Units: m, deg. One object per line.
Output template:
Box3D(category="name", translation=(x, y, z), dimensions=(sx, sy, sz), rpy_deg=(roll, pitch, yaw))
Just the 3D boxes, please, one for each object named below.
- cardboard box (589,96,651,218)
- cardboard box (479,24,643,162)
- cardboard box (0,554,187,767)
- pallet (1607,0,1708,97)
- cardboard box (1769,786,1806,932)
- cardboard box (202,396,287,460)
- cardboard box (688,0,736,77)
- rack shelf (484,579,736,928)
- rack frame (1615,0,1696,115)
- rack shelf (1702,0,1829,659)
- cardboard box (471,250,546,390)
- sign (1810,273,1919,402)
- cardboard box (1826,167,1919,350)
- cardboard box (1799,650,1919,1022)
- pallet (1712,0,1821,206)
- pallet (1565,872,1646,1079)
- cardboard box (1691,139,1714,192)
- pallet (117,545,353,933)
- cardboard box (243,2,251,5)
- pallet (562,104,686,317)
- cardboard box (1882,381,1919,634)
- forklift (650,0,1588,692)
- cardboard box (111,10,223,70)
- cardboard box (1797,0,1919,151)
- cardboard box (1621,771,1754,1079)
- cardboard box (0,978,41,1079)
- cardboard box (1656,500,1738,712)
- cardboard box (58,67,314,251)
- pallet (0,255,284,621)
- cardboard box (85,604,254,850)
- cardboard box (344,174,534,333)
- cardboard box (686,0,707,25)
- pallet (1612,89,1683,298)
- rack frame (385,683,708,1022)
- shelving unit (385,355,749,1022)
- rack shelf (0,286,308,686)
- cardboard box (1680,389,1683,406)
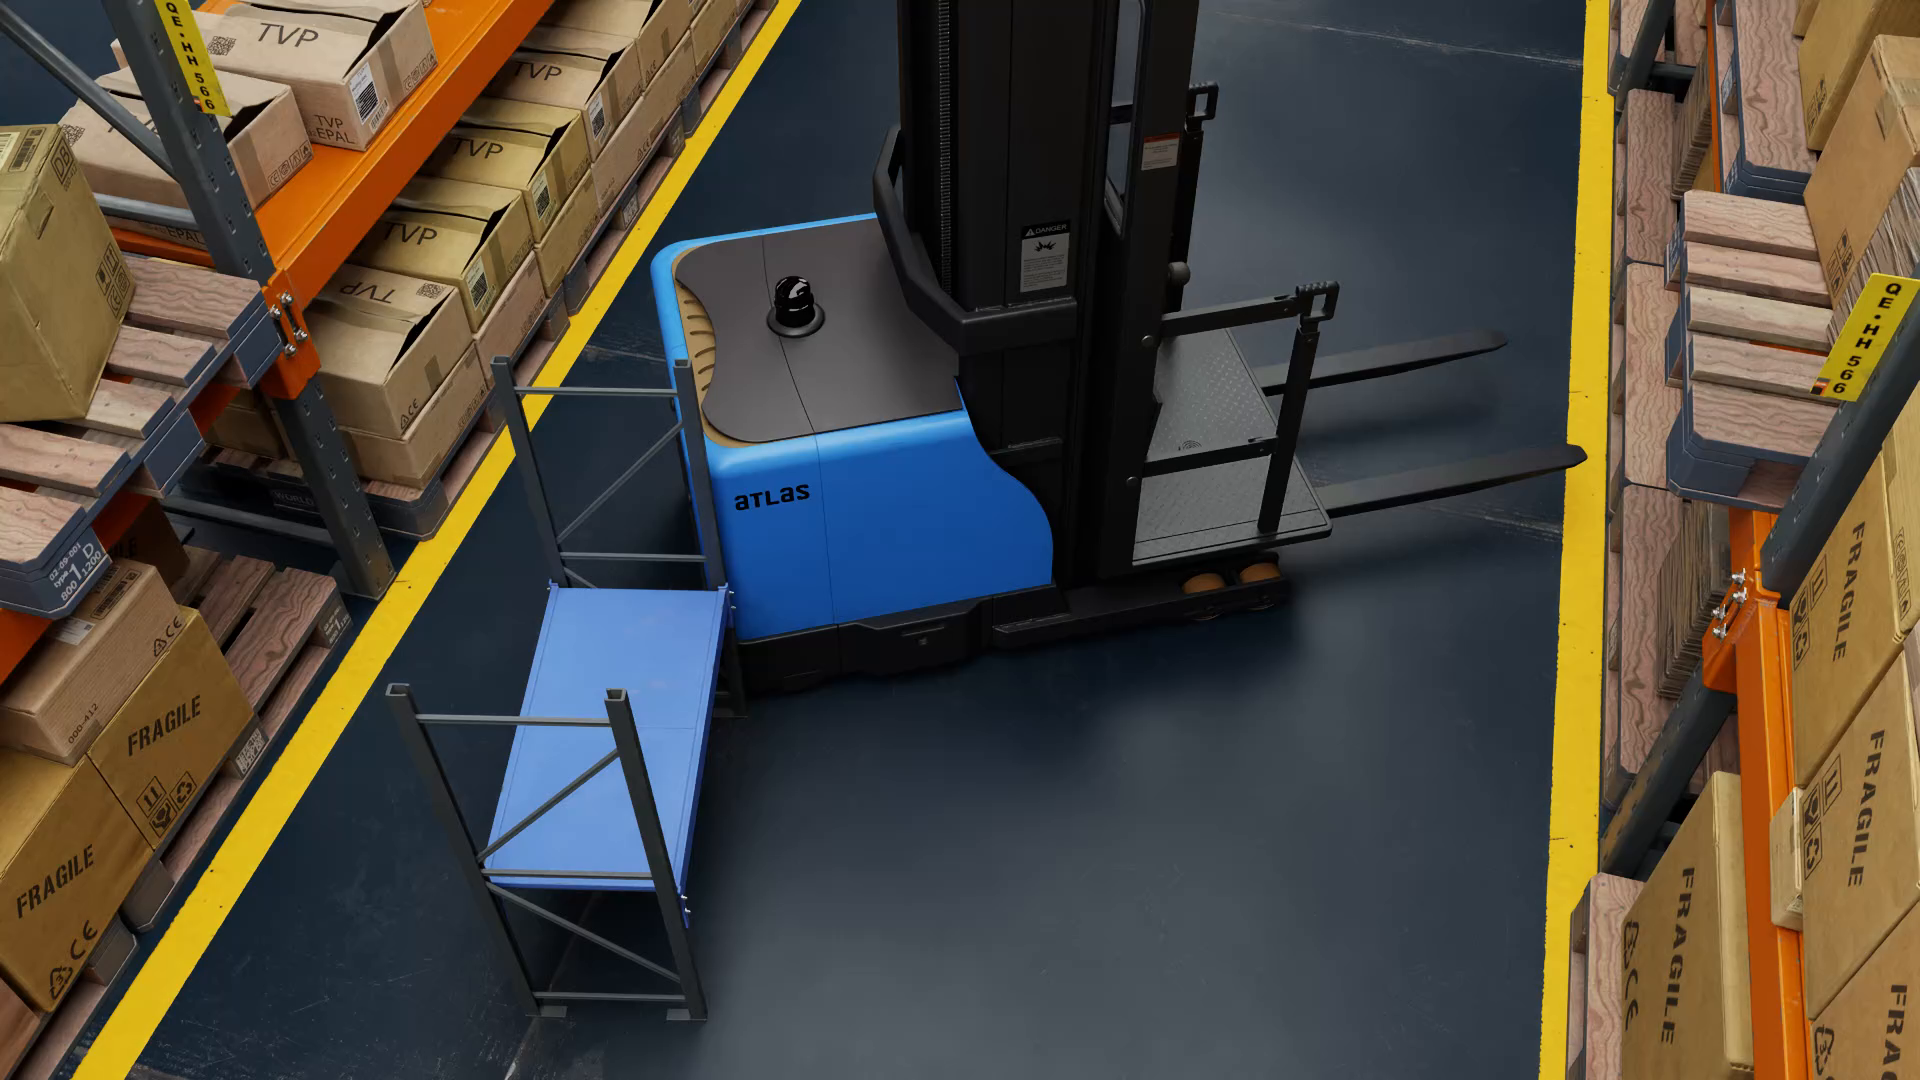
Box3D(category="cardboard box", translation=(-1.589, -1.588, 6.705), dimensions=(0.500, 0.250, 0.500), rpy_deg=(12, 50, 11))
Box3D(category="cardboard box", translation=(-1.585, -1.784, 6.503), dimensions=(0.500, 0.311, 0.500), rpy_deg=(11, 49, 10))
Box3D(category="cardboard box", translation=(-2.438, 0.272, 4.383), dimensions=(0.500, 0.250, 0.500), rpy_deg=(13, 50, 11))
Box3D(category="pallet", translation=(3.568, -2.415, 7.740), dimensions=(1.003, 0.211, 1.213), rpy_deg=(12, 50, 10))
Box3D(category="cardboard box", translation=(1.836, 0.674, 3.309), dimensions=(0.380, 0.149, 0.250), rpy_deg=(13, 50, 11))
Box3D(category="cardboard box", translation=(-2.504, -0.584, 5.818), dimensions=(0.500, 0.250, 0.500), rpy_deg=(13, 50, 11))
Box3D(category="cardboard box", translation=(-1.319, -2.326, 7.356), dimensions=(0.500, 0.250, 0.500), rpy_deg=(11, 49, 9))
Box3D(category="rack shelf", translation=(-0.934, 0.551, 4.503), dimensions=(0.538, 0.185, 1.000), rpy_deg=(1, 49, 1))
Box3D(category="rack frame", translation=(3.425, -2.844, 6.260), dimensions=(1.000, 3.000, 0.127), rpy_deg=(12, 50, 10))
Box3D(category="rack shelf", translation=(2.899, -1.160, 5.253), dimensions=(1.077, 0.370, 4.000), rpy_deg=(12, 50, 10))
Box3D(category="cardboard box", translation=(-1.855, -0.840, 6.044), dimensions=(0.500, 0.250, 0.500), rpy_deg=(10, 49, 9))
Box3D(category="sign", translation=(1.846, -0.408, 3.390), dimensions=(0.100, 0.325, 0.005), rpy_deg=(12, 50, 10))
Box3D(category="cardboard box", translation=(2.487, -0.472, 3.806), dimensions=(0.700, 0.500, 0.500), rpy_deg=(6, 49, 6))
Box3D(category="cardboard box", translation=(1.851, 0.588, 2.952), dimensions=(0.500, 0.500, 0.500), rpy_deg=(13, 50, 11))
Box3D(category="pallet", translation=(2.854, -1.328, 5.049), dimensions=(1.003, 0.211, 1.213), rpy_deg=(12, 50, 10))
Box3D(category="pallet", translation=(2.092, 1.527, 4.262), dimensions=(1.003, 0.211, 1.213), rpy_deg=(12, 50, 10))
Box3D(category="cardboard box", translation=(3.160, -1.244, 6.221), dimensions=(0.700, 0.500, 0.500), rpy_deg=(11, 49, 9))
Box3D(category="pallet", translation=(-2.641, 0.529, 5.142), dimensions=(1.003, 0.211, 1.213), rpy_deg=(12, 50, 10))
Box3D(category="cardboard box", translation=(-2.126, -1.776, 5.485), dimensions=(0.380, 0.149, 0.250), rpy_deg=(15, 50, 13))
Box3D(category="pallet", translation=(-1.830, -1.471, 6.907), dimensions=(1.003, 0.211, 1.213), rpy_deg=(12, 50, 10))
Box3D(category="cardboard box", translation=(1.997, -0.039, 3.005), dimensions=(0.500, 0.250, 0.500), rpy_deg=(13, 50, 11))
Box3D(category="forklift", translation=(0.606, -1.080, 4.748), dimensions=(3.031, 2.935, 1.130), rpy_deg=(-10, 49, -9))
Box3D(category="cardboard box", translation=(-2.437, -1.548, 5.283), dimensions=(0.380, 0.149, 0.250), rpy_deg=(12, 50, 10))
Box3D(category="cardboard box", translation=(2.793, -1.377, 4.605), dimensions=(0.700, 0.500, 0.500), rpy_deg=(12, 50, 10))
Box3D(category="cardboard box", translation=(2.052, 1.127, 3.908), dimensions=(0.750, 0.750, 0.750), rpy_deg=(11, 49, 10))
Box3D(category="cardboard box", translation=(-2.696, 1.233, 4.035), dimensions=(0.500, 0.500, 0.500), rpy_deg=(10, 49, 9))
Box3D(category="cardboard box", translation=(2.512, 0.199, 4.947), dimensions=(0.700, 0.500, 0.500), rpy_deg=(12, 50, 11))
Box3D(category="cardboard box", translation=(-2.270, -1.151, 4.825), dimensions=(0.500, 0.311, 0.500), rpy_deg=(14, 50, 12))
Box3D(category="pallet", translation=(-2.518, -0.358, 4.194), dimensions=(1.213, 0.211, 1.003), rpy_deg=(12, 50, 10))
Box3D(category="cardboard box", translation=(-2.427, 0.478, 4.701), dimensions=(0.500, 0.500, 0.500), rpy_deg=(13, 50, 12))
Box3D(category="cardboard box", translation=(-1.856, -1.043, 5.850), dimensions=(0.500, 0.311, 0.500), rpy_deg=(10, 49, 9))
Box3D(category="cardboard box", translation=(-1.316, -2.507, 7.142), dimensions=(0.500, 0.311, 0.500), rpy_deg=(13, 50, 11))
Box3D(category="pallet", translation=(3.222, -1.358, 6.808), dimensions=(1.003, 0.211, 1.213), rpy_deg=(12, 50, 10))
Box3D(category="rack frame", translation=(-0.947, 0.813, 4.032), dimensions=(0.500, 1.500, 0.032), rpy_deg=(1, 49, 1))
Box3D(category="shelving unit", translation=(-0.934, 0.432, 4.368), dimensions=(0.538, 1.500, 1.048), rpy_deg=(1, 49, 1))
Box3D(category="rack shelf", translation=(-2.934, 0.759, 3.560), dimensions=(1.077, 0.370, 4.000), rpy_deg=(12, 50, 10))
Box3D(category="cardboard box", translation=(2.863, -0.515, 5.578), dimensions=(0.700, 0.500, 0.500), rpy_deg=(11, 50, 10))
